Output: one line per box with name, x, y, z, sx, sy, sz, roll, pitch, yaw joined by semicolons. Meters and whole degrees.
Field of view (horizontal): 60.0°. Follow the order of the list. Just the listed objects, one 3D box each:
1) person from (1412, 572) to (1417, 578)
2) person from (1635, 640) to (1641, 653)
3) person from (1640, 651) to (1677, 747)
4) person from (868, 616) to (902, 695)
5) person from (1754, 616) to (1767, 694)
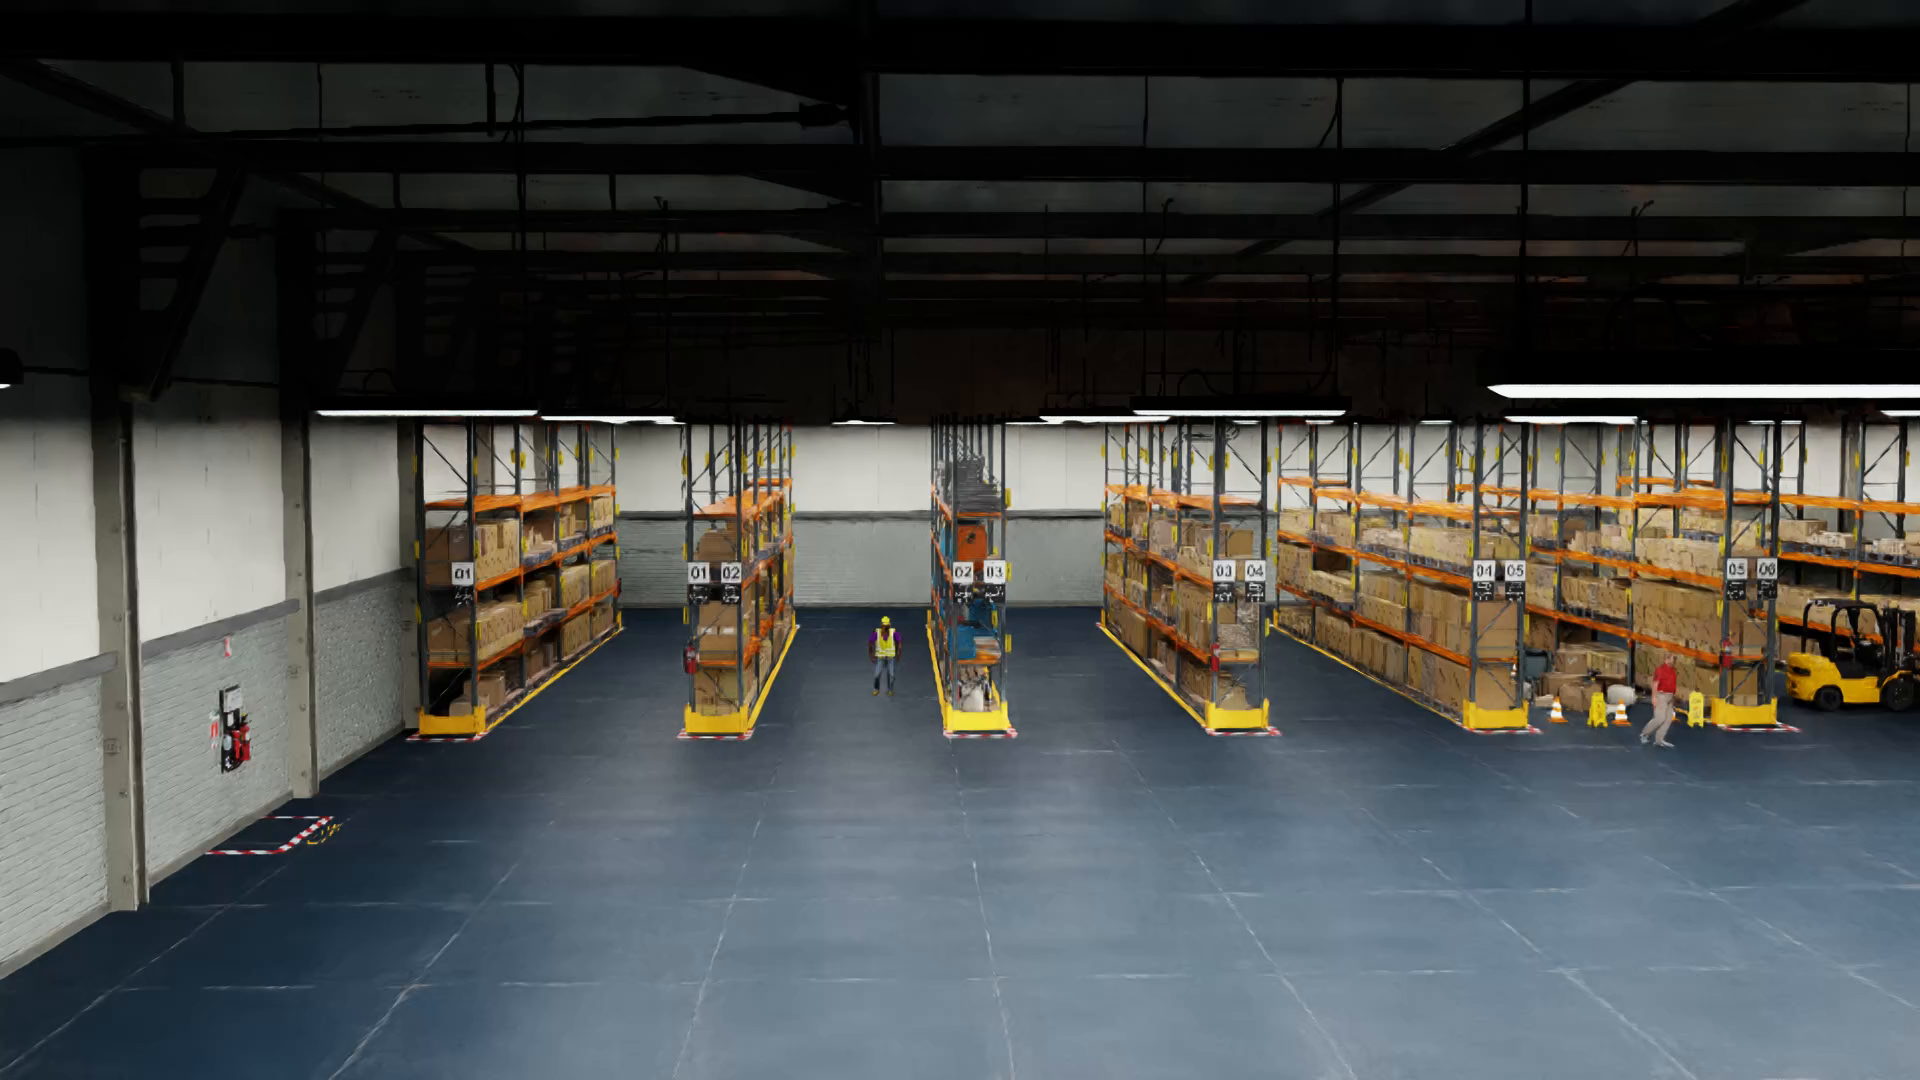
person;12.871;1.629;47.511;0.520;1.722;0.638;-1;4;-14
person;16.509;2.099;40.818;0.459;1.677;0.525;2;4;28
person;12.527;2.838;29.814;0.605;1.716;0.558;-3;5;-38
person;-1.598;2.467;35.377;0.719;1.714;0.578;0;4;-4
person;17.159;2.459;35.726;0.469;1.650;0.490;2;4;27
